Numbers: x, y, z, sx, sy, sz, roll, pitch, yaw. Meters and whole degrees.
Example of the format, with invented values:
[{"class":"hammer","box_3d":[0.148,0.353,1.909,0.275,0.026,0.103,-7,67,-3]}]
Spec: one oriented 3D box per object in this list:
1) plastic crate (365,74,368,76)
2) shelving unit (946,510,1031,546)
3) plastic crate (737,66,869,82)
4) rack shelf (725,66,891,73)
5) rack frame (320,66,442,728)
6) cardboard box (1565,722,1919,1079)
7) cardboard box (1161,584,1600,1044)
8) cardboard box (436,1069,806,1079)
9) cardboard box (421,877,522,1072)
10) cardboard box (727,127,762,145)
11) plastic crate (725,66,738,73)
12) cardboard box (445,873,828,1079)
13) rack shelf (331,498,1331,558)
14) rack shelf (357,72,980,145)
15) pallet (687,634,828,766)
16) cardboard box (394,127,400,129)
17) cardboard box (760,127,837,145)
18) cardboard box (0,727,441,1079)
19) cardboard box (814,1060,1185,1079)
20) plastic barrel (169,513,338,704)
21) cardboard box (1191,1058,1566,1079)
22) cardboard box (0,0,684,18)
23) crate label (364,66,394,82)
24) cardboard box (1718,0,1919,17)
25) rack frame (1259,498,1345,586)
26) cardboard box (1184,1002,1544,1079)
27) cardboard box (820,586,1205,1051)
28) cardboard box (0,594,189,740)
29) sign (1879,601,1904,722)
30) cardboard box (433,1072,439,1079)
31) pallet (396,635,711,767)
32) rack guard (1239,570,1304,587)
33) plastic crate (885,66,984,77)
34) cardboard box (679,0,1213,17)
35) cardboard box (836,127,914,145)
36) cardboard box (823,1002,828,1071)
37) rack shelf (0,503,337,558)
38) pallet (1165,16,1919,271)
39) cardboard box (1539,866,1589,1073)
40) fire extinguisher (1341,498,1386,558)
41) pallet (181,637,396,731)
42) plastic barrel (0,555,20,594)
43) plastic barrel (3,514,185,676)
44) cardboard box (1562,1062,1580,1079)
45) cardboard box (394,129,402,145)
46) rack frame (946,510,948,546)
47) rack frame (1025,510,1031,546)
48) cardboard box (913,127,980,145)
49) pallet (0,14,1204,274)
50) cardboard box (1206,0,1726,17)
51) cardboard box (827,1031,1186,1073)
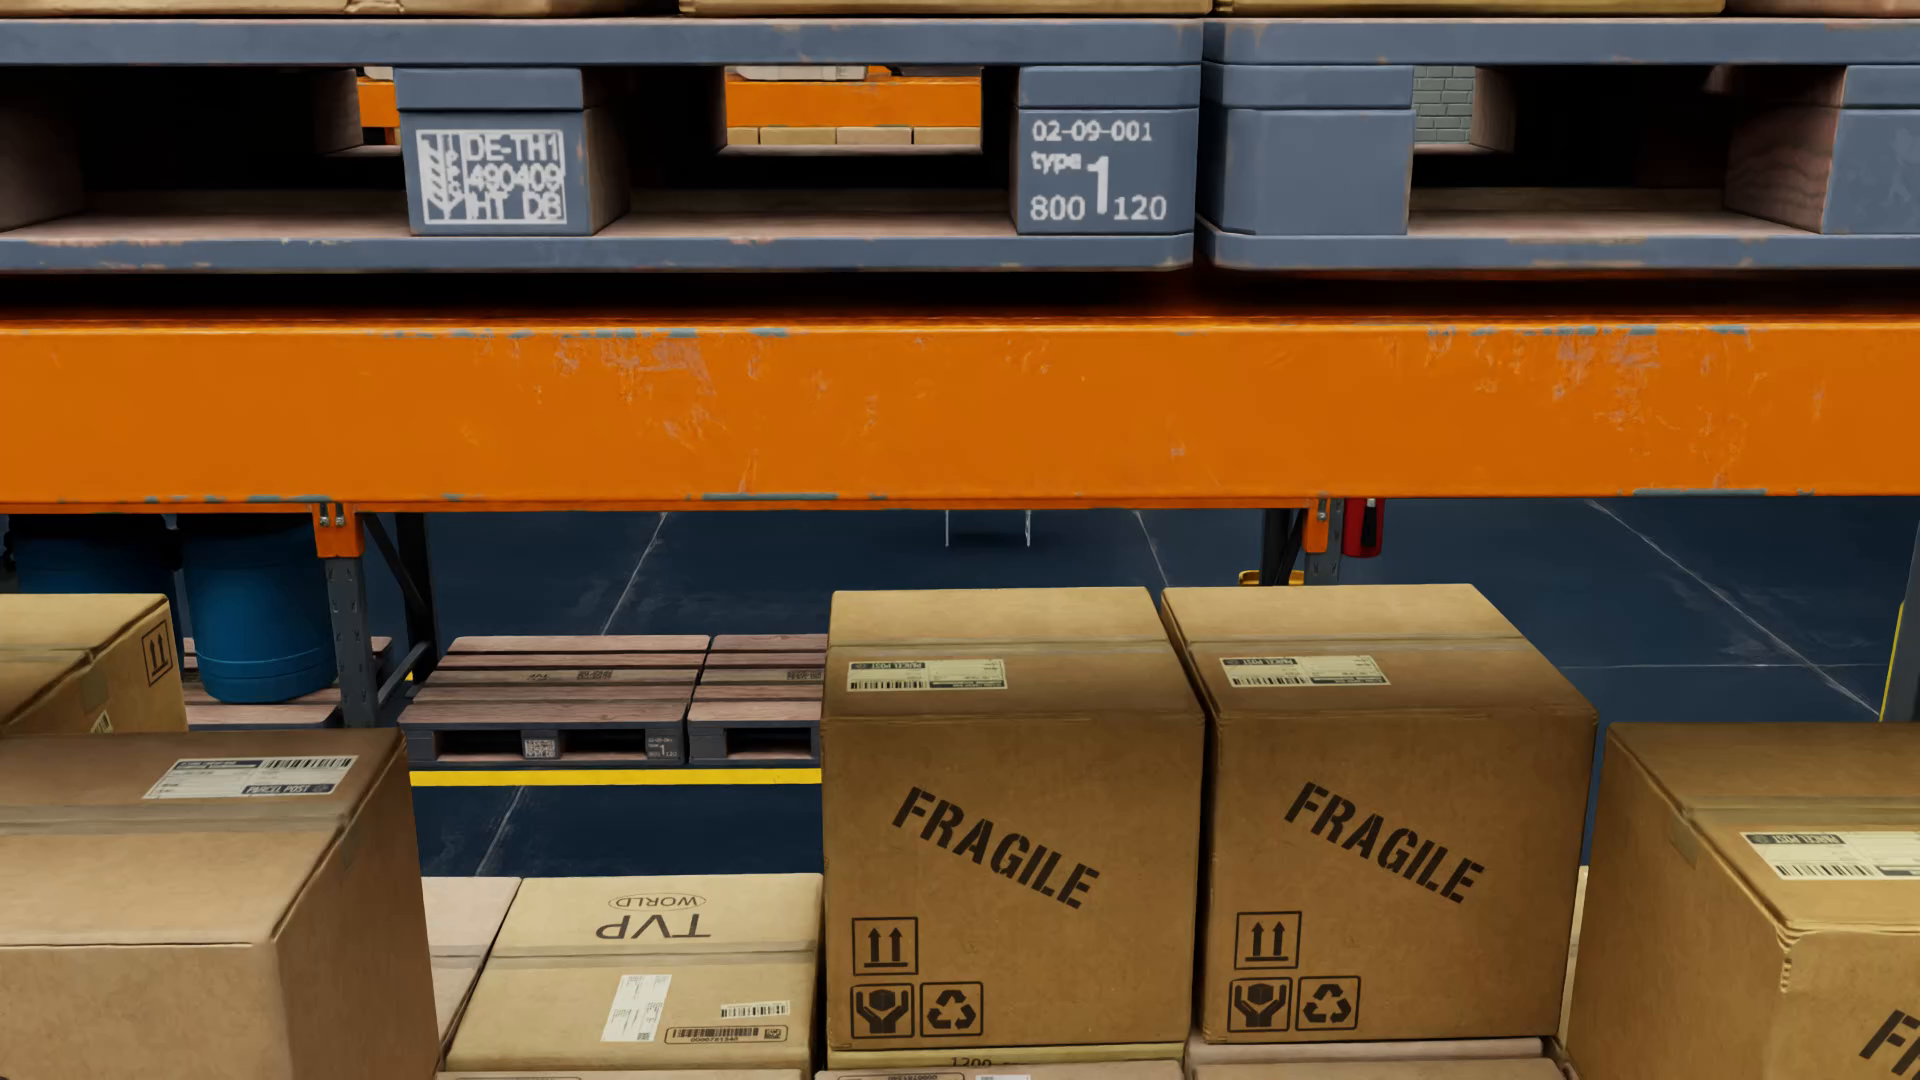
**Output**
[{"class":"plastic crate","box_3d":[-2.098,-2.026,6.889,0.662,0.188,0.450,0,18,-1]},{"class":"shelving unit","box_3d":[0.166,-0.572,9.867,0.503,1.200,0.258,0,18,-1]},{"class":"plastic crate","box_3d":[-0.579,-1.840,6.395,0.530,0.136,0.437,0,18,-1]},{"class":"rack shelf","box_3d":[-0.592,-3.212,11.418,4.000,0.370,1.077,0,18,-1]},{"class":"rack frame","box_3d":[-2.517,-0.604,7.020,0.127,3.000,1.000,0,18,-1]},{"class":"cardboard box","box_3d":[1.078,0.545,1.970,0.500,0.500,0.500,0,18,0]},{"class":"cardboard box","box_3d":[0.577,0.384,2.470,0.500,0.500,0.500,-1,18,-2]},{"class":"cardboard box","box_3d":[-0.456,0.911,2.056,0.500,0.250,0.500,0,18,-1]},{"class":"cardboard box","box_3d":[-0.974,0.750,2.557,0.500,0.250,0.500,0,18,0]},{"class":"cardboard box","box_3d":[-1.600,-2.560,11.316,0.500,0.500,0.500,-1,18,-3]},{"class":"plastic crate","box_3d":[-0.738,-2.079,6.901,0.530,0.282,0.437,0,18,-1]},{"class":"cardboard box","box_3d":[-0.467,0.749,2.561,0.500,0.250,0.500,-1,18,-2]},{"class":"rack shelf","box_3d":[-0.517,-0.271,7.160,4.000,0.370,1.077,0,18,-1]},{"class":"rack shelf","box_3d":[-0.517,-1.700,6.702,4.000,0.370,1.077,0,18,-1]},{"class":"pallet","box_3d":[-0.559,0.701,7.515,1.213,0.211,1.003,0,18,-1]},{"class":"cardboard box","box_3d":[-5.177,-4.096,15.996,0.500,0.250,0.500,0,18,0]},{"class":"cardboard box","box_3d":[-1.086,-2.562,11.323,0.500,0.500,0.500,-1,18,-2]},{"class":"cardboard box","box_3d":[-0.943,0.553,1.944,0.500,0.500,0.500,-1,18,-3]},{"class":"cardboard box","box_3d":[0.064,0.907,2.067,0.500,0.250,0.500,-1,18,-3]},{"class":"plastic barrel","box_3d":[-3.061,0.192,7.285,0.708,0.901,0.600,0,18,-1]},{"class":"cardboard box","box_3d":[0.573,0.905,2.075,0.500,0.250,0.500,-1,18,-2]},{"class":"cardboard box","box_3d":[-0.594,-0.797,1.697,0.500,0.500,0.700,1,18,2]},{"class":"crate label","box_3d":[-2.023,-1.821,6.335,0.466,0.136,0.293,0,18,-1]},{"class":"cardboard box","box_3d":[1.042,-0.815,1.753,0.500,0.500,0.700,-1,18,-4]},{"class":"rack frame","box_3d":[1.483,-0.623,7.080,0.127,3.000,1.000,0,18,-1]},{"class":"cardboard box","box_3d":[0.557,0.743,2.578,0.500,0.250,0.500,0,18,-2]},{"class":"cardboard box","box_3d":[0.059,0.389,2.457,0.500,0.500,0.500,-1,18,-2]},{"class":"cardboard box","box_3d":[-1.482,0.396,2.433,0.500,0.500,0.500,0,18,0]},{"class":"sign","box_3d":[1.558,0.270,2.749,0.005,0.325,0.100,0,18,-1]},{"class":"cardboard box","box_3d":[-0.949,0.911,2.056,0.500,0.250,0.500,0,18,1]},{"class":"pallet","box_3d":[-1.782,0.708,7.494,1.213,0.211,1.003,0,18,-1]},{"class":"rack guard","box_3d":[1.507,0.563,7.475,0.348,0.500,1.175,0,18,-1]},{"class":"plastic crate","box_3d":[-0.049,-2.099,6.871,0.767,0.338,0.504,0,18,-1]},{"class":"cardboard box","box_3d":[-0.039,-0.832,1.806,0.500,0.500,0.700,-1,18,-5]},{"class":"cardboard box","box_3d":[-0.569,-2.565,11.332,0.500,0.500,0.500,0,18,1]},{"class":"cardboard box","box_3d":[-0.337,0.918,2.688,0.250,0.149,0.380,-1,18,-2]},{"class":"rack shelf","box_3d":[-4.517,-0.252,7.100,4.000,0.370,1.077,0,18,-1]},{"class":"pallet","box_3d":[0.819,-0.490,1.899,1.213,0.211,1.003,0,18,-1]},{"class":"cardboard box","box_3d":[1.077,0.739,2.592,0.500,0.250,0.500,-1,18,-2]},{"class":"fire extinguisher","box_3d":[1.641,-0.271,6.719,0.183,0.674,0.296,0,18,-1]},{"class":"pallet","box_3d":[-3.289,0.715,7.474,1.213,0.211,1.003,0,18,-1]},{"class":"plastic barrel","box_3d":[-4.335,0.357,7.410,0.421,0.512,0.421,0,18,0]},{"class":"plastic barrel","box_3d":[-3.769,0.196,7.274,0.708,0.901,0.600,0,18,-1]},{"class":"cardboard box","box_3d":[1.081,0.902,2.082,0.500,0.250,0.500,-1,18,-2]},{"class":"cardboard box","box_3d":[-5.163,-3.735,16.098,0.500,0.500,0.500,0,18,-1]},{"class":"rack frame","box_3d":[-0.078,-0.571,9.863,0.015,1.200,0.240,0,18,-1]},{"class":"rack frame","box_3d":[0.409,-0.573,9.870,0.015,1.200,0.240,0,18,-1]},{"class":"cardboard box","box_3d":[-0.056,-2.567,11.339,0.500,0.500,0.500,0,18,1]},{"class":"pallet","box_3d":[-0.404,-0.483,1.878,1.213,0.211,1.003,0,18,-1]},{"class":"cardboard box","box_3d":[0.477,-0.849,1.859,0.500,0.500,0.700,-1,18,-3]},{"class":"cardboard box","box_3d":[0.055,0.745,2.574,0.500,0.250,0.500,-1,18,-3]}]
